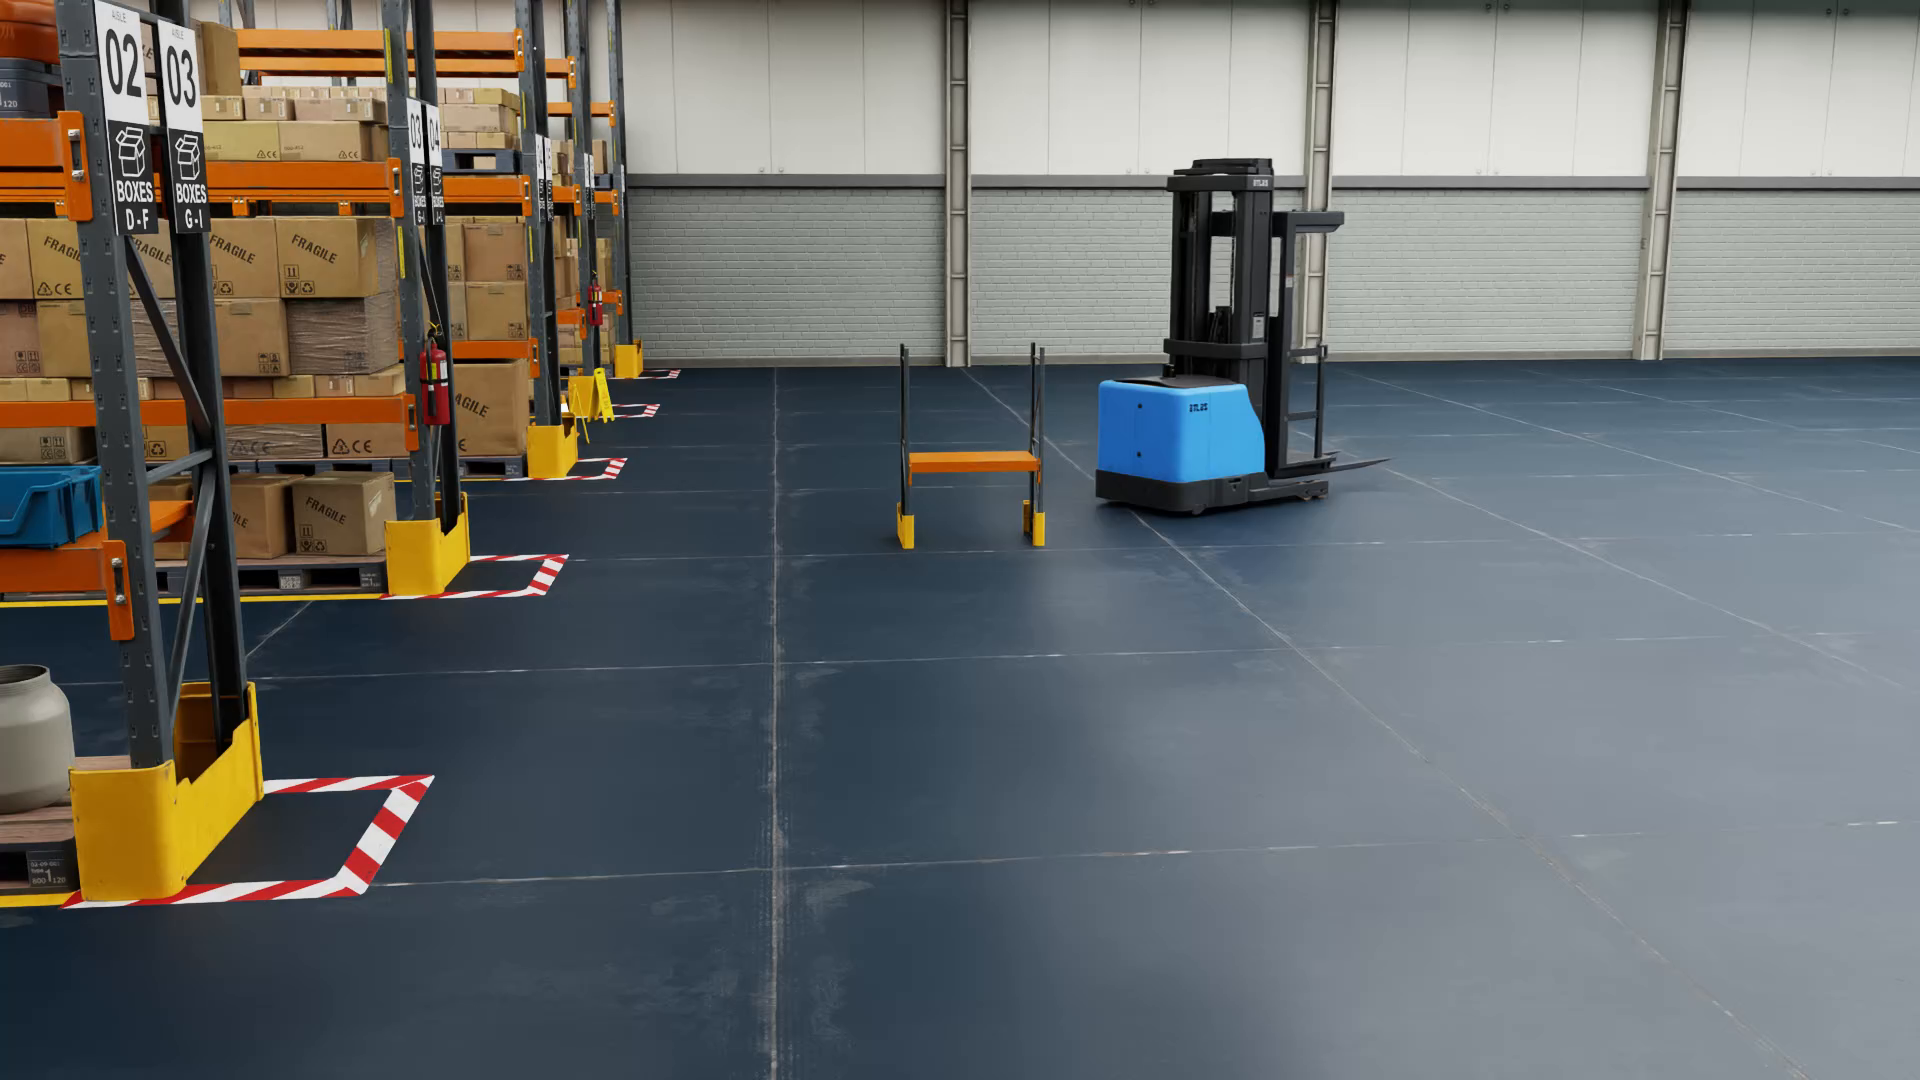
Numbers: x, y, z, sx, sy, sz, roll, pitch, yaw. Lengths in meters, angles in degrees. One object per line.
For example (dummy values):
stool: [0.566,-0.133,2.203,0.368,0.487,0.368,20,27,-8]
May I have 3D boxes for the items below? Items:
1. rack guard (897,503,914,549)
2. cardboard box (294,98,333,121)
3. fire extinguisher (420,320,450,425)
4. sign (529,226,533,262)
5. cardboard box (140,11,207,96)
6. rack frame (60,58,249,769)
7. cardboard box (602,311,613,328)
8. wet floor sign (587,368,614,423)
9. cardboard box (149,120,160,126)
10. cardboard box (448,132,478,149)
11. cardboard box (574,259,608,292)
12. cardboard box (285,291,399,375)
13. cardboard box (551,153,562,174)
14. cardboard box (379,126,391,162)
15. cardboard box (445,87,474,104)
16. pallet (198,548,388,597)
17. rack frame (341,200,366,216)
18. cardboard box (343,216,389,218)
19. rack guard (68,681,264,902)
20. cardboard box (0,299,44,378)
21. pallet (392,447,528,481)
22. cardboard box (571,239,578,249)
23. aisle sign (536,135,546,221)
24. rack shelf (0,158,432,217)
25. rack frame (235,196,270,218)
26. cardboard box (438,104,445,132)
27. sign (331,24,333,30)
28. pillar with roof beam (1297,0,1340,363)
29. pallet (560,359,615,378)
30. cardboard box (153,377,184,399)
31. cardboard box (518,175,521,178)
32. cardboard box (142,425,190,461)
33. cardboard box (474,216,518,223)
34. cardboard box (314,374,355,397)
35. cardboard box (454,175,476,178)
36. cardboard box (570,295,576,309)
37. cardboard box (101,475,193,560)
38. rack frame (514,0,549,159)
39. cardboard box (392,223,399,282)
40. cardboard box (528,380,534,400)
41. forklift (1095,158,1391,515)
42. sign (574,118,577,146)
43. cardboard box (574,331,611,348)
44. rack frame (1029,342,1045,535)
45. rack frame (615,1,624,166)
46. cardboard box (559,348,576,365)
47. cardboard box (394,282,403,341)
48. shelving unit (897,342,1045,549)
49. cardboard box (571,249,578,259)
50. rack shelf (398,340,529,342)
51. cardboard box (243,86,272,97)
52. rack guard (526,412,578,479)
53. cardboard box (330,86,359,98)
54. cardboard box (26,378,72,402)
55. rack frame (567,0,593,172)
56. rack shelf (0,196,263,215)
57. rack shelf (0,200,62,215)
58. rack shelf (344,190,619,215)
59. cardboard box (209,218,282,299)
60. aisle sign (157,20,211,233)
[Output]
rack guard: [-0.419,-0.114,12.799,0.087,0.250,0.587,-1,11,-6]
cardboard box: [-4.114,-2.763,10.724,0.250,0.149,0.380,-2,11,-8]
fire extinguisher: [-3.436,-1.093,10.854,0.183,0.674,0.296,-1,11,-6]
sign: [-3.990,-2.751,15.468,0.005,0.325,0.100,-1,11,-6]
cardboard box: [-5.114,-3.049,10.497,0.500,0.500,0.500,-1,11,-6]
rack frame: [-3.065,-0.267,6.453,0.127,3.000,1.000,-1,11,-6]
cardboard box: [-5.708,-3.443,26.055,0.500,0.250,0.500,-1,11,-7]
wet floor sign: [-4.366,-1.761,20.155,0.232,0.644,0.267,3,11,14]
cardboard box: [-5.058,-2.537,10.608,0.500,0.250,0.500,-1,11,-5]
cardboard box: [-4.580,-3.697,15.426,0.250,0.149,0.380,-1,11,-6]
cardboard box: [-5.671,-4.058,25.475,0.500,0.500,0.500,-1,11,-7]
cardboard box: [-4.150,-1.406,11.214,0.500,0.500,0.875,-1,11,-6]
cardboard box: [-5.150,-4.600,20.330,0.500,0.250,0.500,-1,11,-7]
cardboard box: [-4.107,-2.655,11.210,0.500,0.250,0.500,-1,11,-4]
cardboard box: [-4.582,-4.089,15.349,0.250,0.149,0.380,-1,11,-6]
pallet: [-4.487,0.163,11.493,1.213,0.211,1.003,-1,11,-6]
rack frame: [-9.186,-3.986,25.369,0.127,3.000,1.000,-1,11,-6]
cardboard box: [-7.174,-3.699,20.287,0.500,0.500,0.700,-1,11,-7]
rack guard: [-3.136,0.970,6.640,0.348,0.500,1.175,-1,11,-6]
cardboard box: [-6.135,-1.360,10.979,0.500,0.500,0.875,-1,11,-6]
pallet: [-4.822,-0.771,16.241,1.213,0.211,1.003,-1,11,-6]
cardboard box: [-5.785,-4.524,25.392,0.250,0.149,0.380,-1,11,-6]
aisle sign: [-3.932,-3.390,15.597,0.004,0.787,0.394,-1,11,-6]
rack shelf: [-5.588,-2.294,10.852,4.000,0.370,1.077,-1,11,-6]
rack frame: [-8.647,-3.034,20.527,0.127,3.000,1.000,-1,11,-6]
cardboard box: [-4.989,-3.896,15.403,0.500,0.250,0.500,-1,11,-6]
sign: [-9.116,-7.323,24.164,0.005,0.325,0.100,-1,11,-6]
pillar with roof beam: [6.395,-6.596,23.091,0.400,9.000,9.100,-1,11,-6]
pallet: [-5.966,-2.677,25.940,1.213,0.211,1.003,-1,11,-6]
cardboard box: [-5.102,-1.019,10.928,0.250,0.149,0.380,-1,11,-6]
cardboard box: [-5.238,-4.394,20.317,0.250,0.149,0.380,-1,11,-6]
cardboard box: [-7.379,-1.250,15.872,0.875,0.875,0.875,-1,11,-5]
cardboard box: [-5.658,-3.742,20.503,0.500,0.500,0.700,-1,11,-6]
cardboard box: [-4.110,-1.043,11.051,0.250,0.149,0.380,-1,11,-6]
cardboard box: [-6.008,-4.388,20.287,0.250,0.149,0.380,-1,11,-7]
cardboard box: [-5.030,-3.027,21.141,0.250,0.149,0.380,-1,11,-6]
cardboard box: [-5.438,-0.159,11.290,0.500,0.500,0.500,0,11,-1]
rack frame: [-4.035,-5.114,15.554,0.127,3.000,1.000,-1,11,-6]
cardboard box: [-5.516,-2.759,15.938,0.550,0.550,0.875,-1,11,-6]
cardboard box: [-5.469,-1.906,20.825,0.500,0.250,0.500,-1,11,-6]
forklift: [2.646,-1.852,14.689,3.031,2.935,1.130,-9,14,-37]
sign: [-4.630,-4.917,20.033,0.005,0.325,0.100,-1,11,-6]
cardboard box: [-5.660,-3.102,25.613,0.500,0.250,0.500,-1,11,-7]
rack frame: [0.590,-0.748,12.786,0.032,1.500,0.500,-1,11,-6]
rack frame: [-5.210,-7.013,25.211,0.053,2.616,0.949,-1,11,-6]
cardboard box: [-6.138,-2.848,25.616,0.500,0.250,0.500,-1,11,-6]
cardboard box: [-5.514,-2.225,16.019,0.550,0.550,0.875,-1,11,-6]
shelving unit: [0.076,-0.738,12.731,1.083,1.500,0.587,-1,11,-6]
cardboard box: [-5.775,-4.365,25.354,0.250,0.149,0.380,-1,11,-5]
rack shelf: [-6.023,-1.872,15.972,3.809,0.124,0.919,-1,11,-6]
cardboard box: [-6.348,-4.051,15.160,0.250,0.149,0.380,-1,11,-6]
rack guard: [-4.011,-0.945,16.377,0.348,0.500,1.175,-1,11,-6]
cardboard box: [-5.597,-4.067,15.240,0.250,0.149,0.380,-1,11,-7]
cardboard box: [-5.841,-0.991,10.786,0.250,0.149,0.380,-1,11,-6]
rack frame: [-4.670,-6.061,20.372,0.127,3.000,1.000,-1,11,-6]
rack shelf: [-10.635,-4.112,20.095,4.000,0.370,1.077,-1,11,-6]
rack shelf: [-15.151,-4.980,24.513,4.000,0.370,1.077,-1,11,-6]
rack shelf: [-7.198,-5.147,25.361,4.000,0.370,1.077,-1,11,-6]
cardboard box: [-4.616,-1.833,10.791,0.500,0.500,0.500,-1,11,-6]
aisle sign: [-3.025,-1.601,6.495,0.004,0.787,0.394,-1,11,-6]
